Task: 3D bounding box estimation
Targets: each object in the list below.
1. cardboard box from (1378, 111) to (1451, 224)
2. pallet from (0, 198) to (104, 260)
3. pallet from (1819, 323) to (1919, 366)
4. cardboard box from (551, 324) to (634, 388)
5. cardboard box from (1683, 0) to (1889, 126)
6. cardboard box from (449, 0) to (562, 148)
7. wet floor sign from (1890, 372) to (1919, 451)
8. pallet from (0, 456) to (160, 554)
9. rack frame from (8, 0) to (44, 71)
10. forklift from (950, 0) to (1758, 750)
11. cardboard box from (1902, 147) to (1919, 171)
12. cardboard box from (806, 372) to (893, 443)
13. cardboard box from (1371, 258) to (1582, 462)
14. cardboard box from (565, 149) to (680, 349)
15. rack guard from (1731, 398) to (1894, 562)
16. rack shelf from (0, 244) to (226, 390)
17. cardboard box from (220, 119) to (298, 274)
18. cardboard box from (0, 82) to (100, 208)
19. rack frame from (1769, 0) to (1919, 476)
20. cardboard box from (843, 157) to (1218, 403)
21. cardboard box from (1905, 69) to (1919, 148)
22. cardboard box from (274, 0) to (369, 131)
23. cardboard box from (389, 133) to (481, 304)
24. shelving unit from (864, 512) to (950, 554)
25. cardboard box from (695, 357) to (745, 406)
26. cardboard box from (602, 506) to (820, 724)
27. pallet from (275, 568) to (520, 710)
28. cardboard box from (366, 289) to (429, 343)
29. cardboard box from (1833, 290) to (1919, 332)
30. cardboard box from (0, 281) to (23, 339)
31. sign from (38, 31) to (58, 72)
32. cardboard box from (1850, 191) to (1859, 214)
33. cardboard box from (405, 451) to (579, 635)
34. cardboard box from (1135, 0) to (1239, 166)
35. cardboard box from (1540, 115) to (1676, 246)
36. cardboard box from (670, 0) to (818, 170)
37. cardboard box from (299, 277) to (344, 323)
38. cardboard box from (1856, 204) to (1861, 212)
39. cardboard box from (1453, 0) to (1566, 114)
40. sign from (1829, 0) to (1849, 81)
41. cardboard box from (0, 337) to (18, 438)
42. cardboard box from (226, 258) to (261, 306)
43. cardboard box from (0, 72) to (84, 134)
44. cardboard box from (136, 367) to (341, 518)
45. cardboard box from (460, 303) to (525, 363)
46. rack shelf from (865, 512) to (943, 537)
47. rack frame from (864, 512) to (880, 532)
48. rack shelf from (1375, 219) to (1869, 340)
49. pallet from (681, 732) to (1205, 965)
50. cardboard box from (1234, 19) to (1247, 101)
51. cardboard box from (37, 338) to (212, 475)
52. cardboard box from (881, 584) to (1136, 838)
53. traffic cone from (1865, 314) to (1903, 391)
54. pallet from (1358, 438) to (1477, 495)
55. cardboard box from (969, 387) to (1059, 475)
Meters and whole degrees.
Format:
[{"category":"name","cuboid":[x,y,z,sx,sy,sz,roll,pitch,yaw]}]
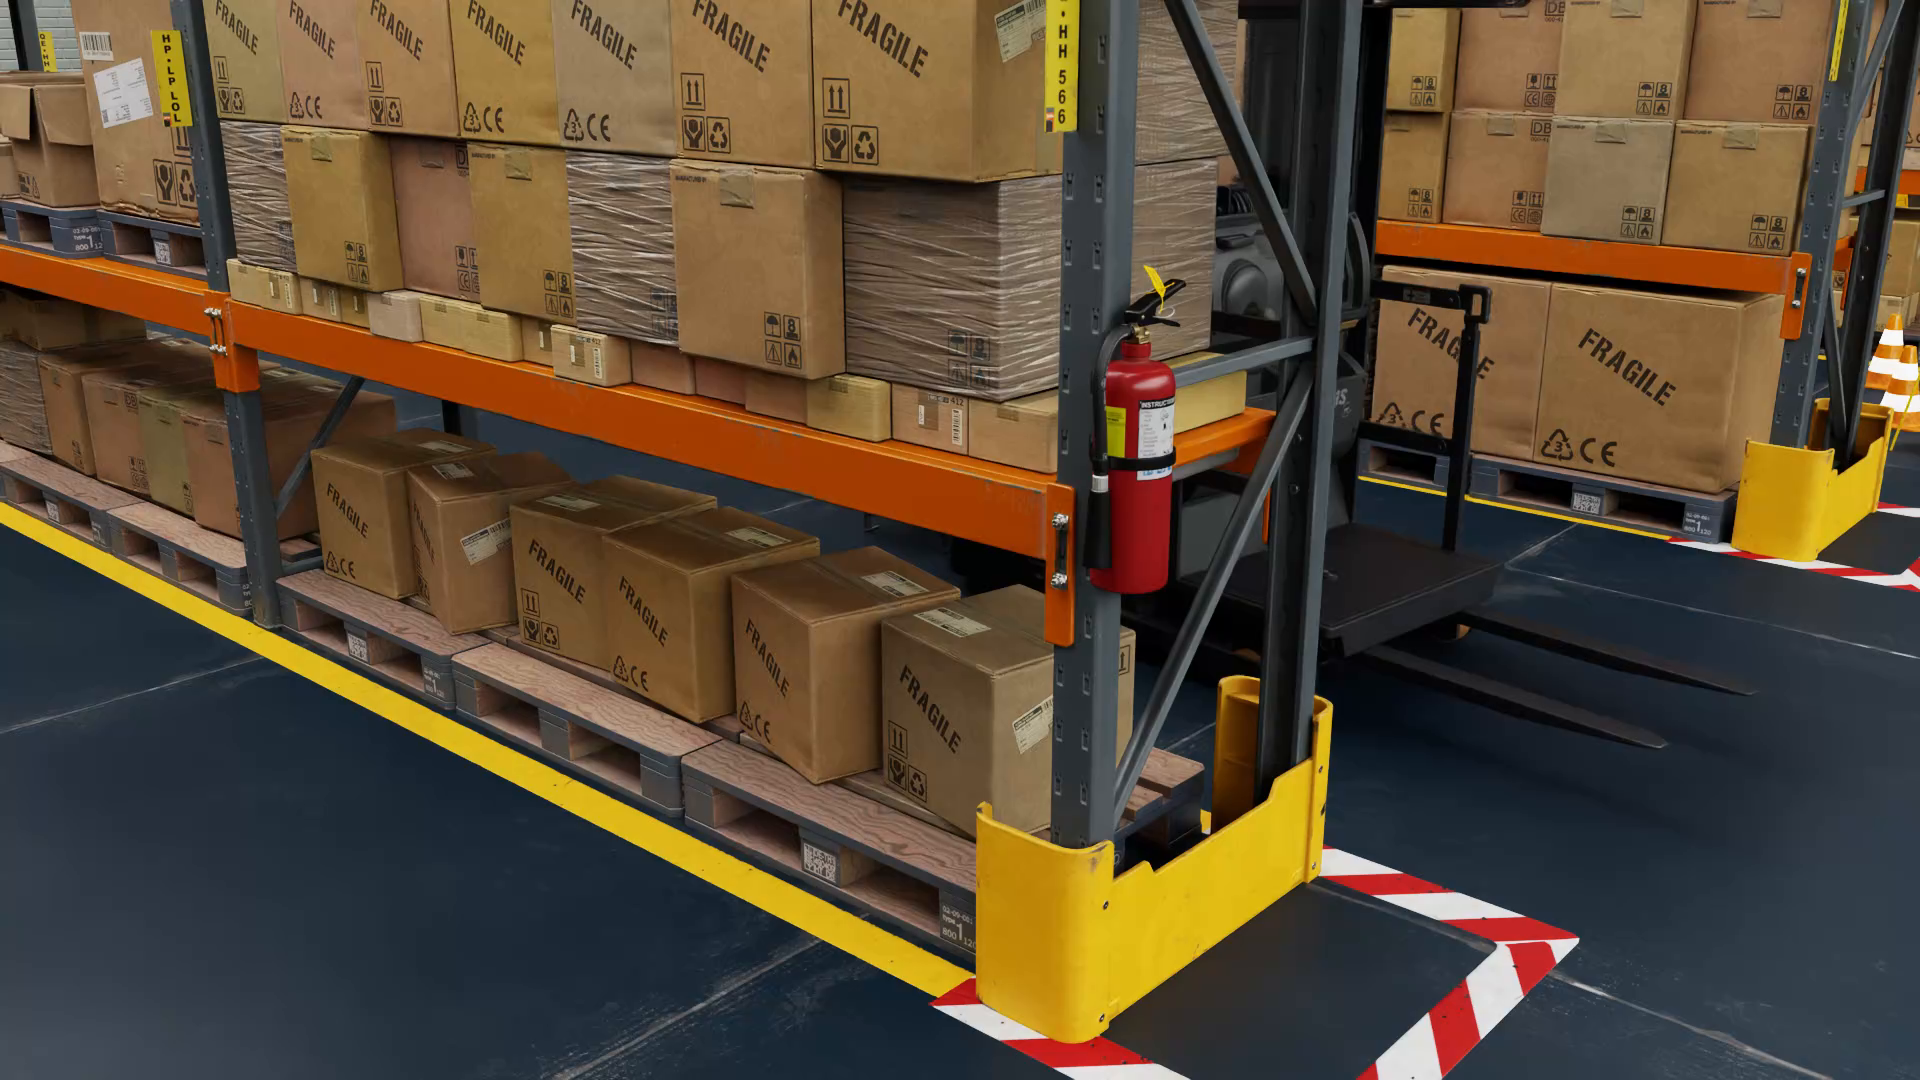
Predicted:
[{"category":"cardboard box","cuboid":[2.460,-1.974,8.625,0.500,0.550,0.875,15,23,39]},{"category":"pallet","cuboid":[-3.890,-1.520,7.759,1.213,0.211,1.003,15,23,39]},{"category":"pallet","cuboid":[6.522,-1.492,11.965,1.213,0.211,1.003,15,23,39]},{"category":"cardboard box","cuboid":[-0.956,-0.561,4.837,0.250,0.149,0.380,15,23,39]},{"category":"cardboard box","cuboid":[3.701,-2.164,7.440,0.550,0.550,0.875,15,23,39]},{"category":"cardboard box","cuboid":[-1.109,-1.416,4.804,0.500,0.500,0.500,15,23,39]},{"category":"wet floor sign","cuboid":[5.289,-0.815,9.113,0.232,0.644,0.267,11,20,30]},{"category":"pallet","cuboid":[-3.906,-0.268,8.107,1.213,0.211,1.003,15,23,39]},{"category":"rack frame","cuboid":[-5.398,-1.999,8.953,0.127,3.000,1.000,15,23,39]},{"category":"forklift","cuboid":[1.313,-0.976,5.841,1.130,2.935,3.031,-15,23,-39]},{"category":"cardboard box","cuboid":[6.478,-2.568,11.160,0.250,0.149,0.380,15,23,39]},{"category":"cardboard box","cuboid":[-0.173,-0.373,4.243,0.250,0.149,0.380,15,23,39]},{"category":"cardboard box","cuboid":[2.743,-0.980,8.559,0.875,0.875,0.875,15,23,38]},{"category":"cardboard box","cuboid":[-0.607,-0.883,4.777,0.500,0.500,0.875,15,23,39]},{"category":"rack guard","cuboid":[3.971,-0.299,7.726,0.348,0.500,1.175,15,23,39]},{"category":"rack shelf","cuboid":[-3.902,-1.255,7.796,4.000,0.370,1.077,15,23,39]},{"category":"cardboard box","cuboid":[-2.111,-1.281,6.033,0.500,0.500,0.875,15,23,39]},{"category":"cardboard box","cuboid":[-3.764,-1.773,7.374,0.797,0.503,0.637,-15,23,-40]},{"category":"rack frame","cuboid":[3.953,-1.495,7.364,0.127,3.000,1.000,15,23,39]},{"category":"cardboard box","cuboid":[0.192,-0.699,4.199,0.500,0.500,0.875,15,23,39]},{"category":"cardboard box","cuboid":[6.574,-2.871,11.043,0.500,0.500,0.500,15,23,38]},{"category":"cardboard box","cuboid":[-1.864,-1.614,5.430,0.500,0.500,0.500,15,23,39]},{"category":"cardboard box","cuboid":[-1.319,-1.095,5.447,0.500,0.500,0.875,15,23,39]},{"category":"shelving unit","cuboid":[-0.124,-1.034,7.399,0.503,2.100,0.431,15,23,39]},{"category":"cardboard box","cuboid":[-0.509,-0.486,4.600,0.250,0.149,0.380,15,23,39]},{"category":"cardboard box","cuboid":[-0.796,0.227,5.376,0.500,0.500,0.500,-16,23,-41]},{"category":"pallet","cuboid":[-1.881,0.260,6.444,1.213,0.211,1.003,15,23,39]},{"category":"cardboard box","cuboid":[-1.709,-0.761,5.465,0.250,0.149,0.380,15,23,39]},{"category":"cardboard box","cuboid":[6.362,-1.631,11.644,0.500,0.250,0.500,15,23,39]},{"category":"cardboard box","cuboid":[-4.877,-1.247,8.748,0.500,0.250,0.500,16,24,41]},{"category":"sign","cuboid":[-5.045,-2.638,9.183,0.005,0.325,0.100,15,23,39]},{"category":"cardboard box","cuboid":[6.072,-2.352,11.603,0.250,0.149,0.380,16,24,41]},{"category":"cardboard box","cuboid":[-1.700,-0.002,6.098,0.500,0.500,0.500,-10,20,-28]},{"category":"cardboard box","cuboid":[0.355,-1.231,4.222,0.500,0.500,0.500,15,23,39]},{"category":"cardboard box","cuboid":[3.220,-1.736,7.876,0.550,0.550,0.875,15,23,39]},{"category":"cardboard box","cuboid":[-0.368,-1.213,4.164,0.500,0.500,0.500,15,23,39]},{"category":"cardboard box","cuboid":[-2.062,-0.868,5.804,0.250,0.149,0.380,15,23,39]},{"category":"cardboard box","cuboid":[6.331,-2.215,12.245,0.500,0.500,0.500,14,22,37]},{"category":"cardboard box","cuboid":[2.900,-2.397,8.173,0.550,0.550,0.875,15,23,39]},{"category":"sign","cuboid":[3.583,-2.040,6.775,0.005,0.325,0.100,15,23,39]},{"category":"cardboard box","cuboid":[-4.884,-0.888,8.855,0.500,0.500,0.700,14,22,36]},{"category":"cardboard box","cuboid":[-2.445,-0.965,6.110,0.250,0.149,0.380,15,23,39]},{"category":"cardboard box","cuboid":[-4.484,-2.058,8.279,0.700,0.500,0.500,-14,22,-38]},{"category":"cardboard box","cuboid":[-3.196,-0.443,7.453,0.500,0.500,0.700,15,23,39]},{"category":"cardboard box","cuboid":[-1.314,-0.667,5.170,0.250,0.149,0.380,15,23,39]},{"category":"rack shelf","cuboid":[-0.124,-0.354,7.615,0.480,0.518,0.431,15,23,39]},{"category":"rack frame","cuboid":[-0.306,-1.083,7.553,0.015,2.100,0.400,15,23,39]},{"category":"rack shelf","cuboid":[2.457,-1.554,8.738,4.000,0.370,1.077,15,23,39]},{"category":"pallet","cuboid":[-0.056,0.750,4.901,1.213,0.211,1.003,15,23,39]},{"category":"cardboard box","cuboid":[1.703,-2.718,9.185,0.550,0.550,0.875,15,23,39]},{"category":"cardboard box","cuboid":[-4.032,-0.667,8.159,0.700,0.500,0.500,-16,24,-41]},{"category":"cardboard box","cuboid":[0.129,0.469,4.613,0.500,0.500,0.500,-13,22,-36]},{"category":"traffic cone","cuboid":[5.985,-1.221,10.692,0.334,0.463,0.336,15,23,39]},{"category":"pallet","cuboid":[2.395,-0.554,9.007,1.213,0.211,1.003,15,23,39]},{"category":"cardboard box","cuboid":[0.235,-0.284,3.963,0.250,0.149,0.380,15,23,39]}]
